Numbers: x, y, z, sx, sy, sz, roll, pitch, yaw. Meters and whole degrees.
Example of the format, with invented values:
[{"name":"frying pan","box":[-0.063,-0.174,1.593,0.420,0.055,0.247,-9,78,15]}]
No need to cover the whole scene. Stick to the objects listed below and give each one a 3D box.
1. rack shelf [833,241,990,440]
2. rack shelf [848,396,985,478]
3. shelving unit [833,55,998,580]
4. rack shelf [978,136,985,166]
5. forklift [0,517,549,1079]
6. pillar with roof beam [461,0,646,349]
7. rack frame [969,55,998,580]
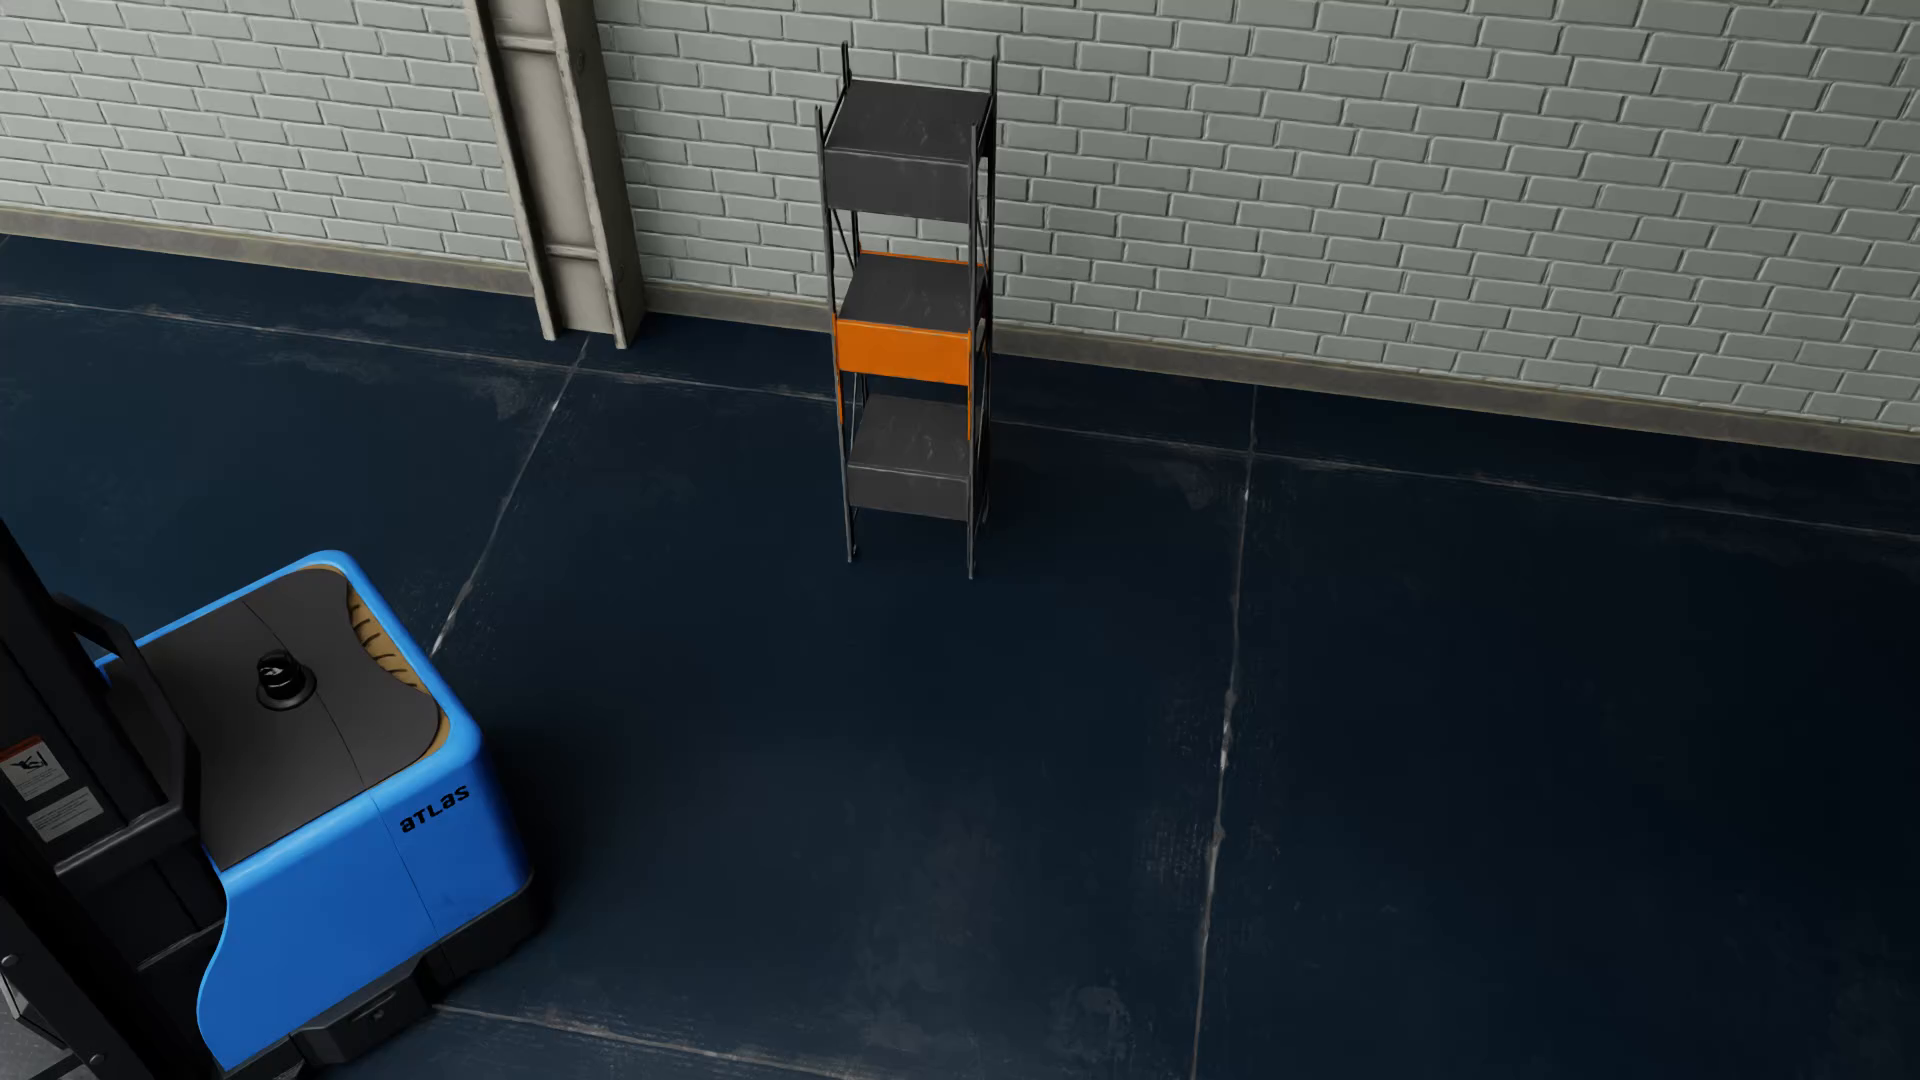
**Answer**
[{"name":"rack shelf","box":[-0.163,-0.715,5.971,0.480,0.518,0.431,8,49,7]},{"name":"rack shelf","box":[-0.163,-0.338,6.390,0.457,0.174,0.368,8,49,7]},{"name":"shelving unit","box":[-0.157,-0.723,5.960,0.492,2.100,0.431,8,49,7]},{"name":"rack shelf","box":[-0.163,-1.249,5.376,0.442,0.100,0.332,8,49,7]},{"name":"forklift","box":[-2.834,0.708,4.115,3.031,2.935,1.130,-31,55,-25]},{"name":"pillar with roof beam","box":[-2.431,-0.854,1.439,0.400,9.000,9.100,8,49,7]},{"name":"rack frame","box":[0.077,-0.691,5.932,0.015,2.100,0.400,8,49,7]}]
